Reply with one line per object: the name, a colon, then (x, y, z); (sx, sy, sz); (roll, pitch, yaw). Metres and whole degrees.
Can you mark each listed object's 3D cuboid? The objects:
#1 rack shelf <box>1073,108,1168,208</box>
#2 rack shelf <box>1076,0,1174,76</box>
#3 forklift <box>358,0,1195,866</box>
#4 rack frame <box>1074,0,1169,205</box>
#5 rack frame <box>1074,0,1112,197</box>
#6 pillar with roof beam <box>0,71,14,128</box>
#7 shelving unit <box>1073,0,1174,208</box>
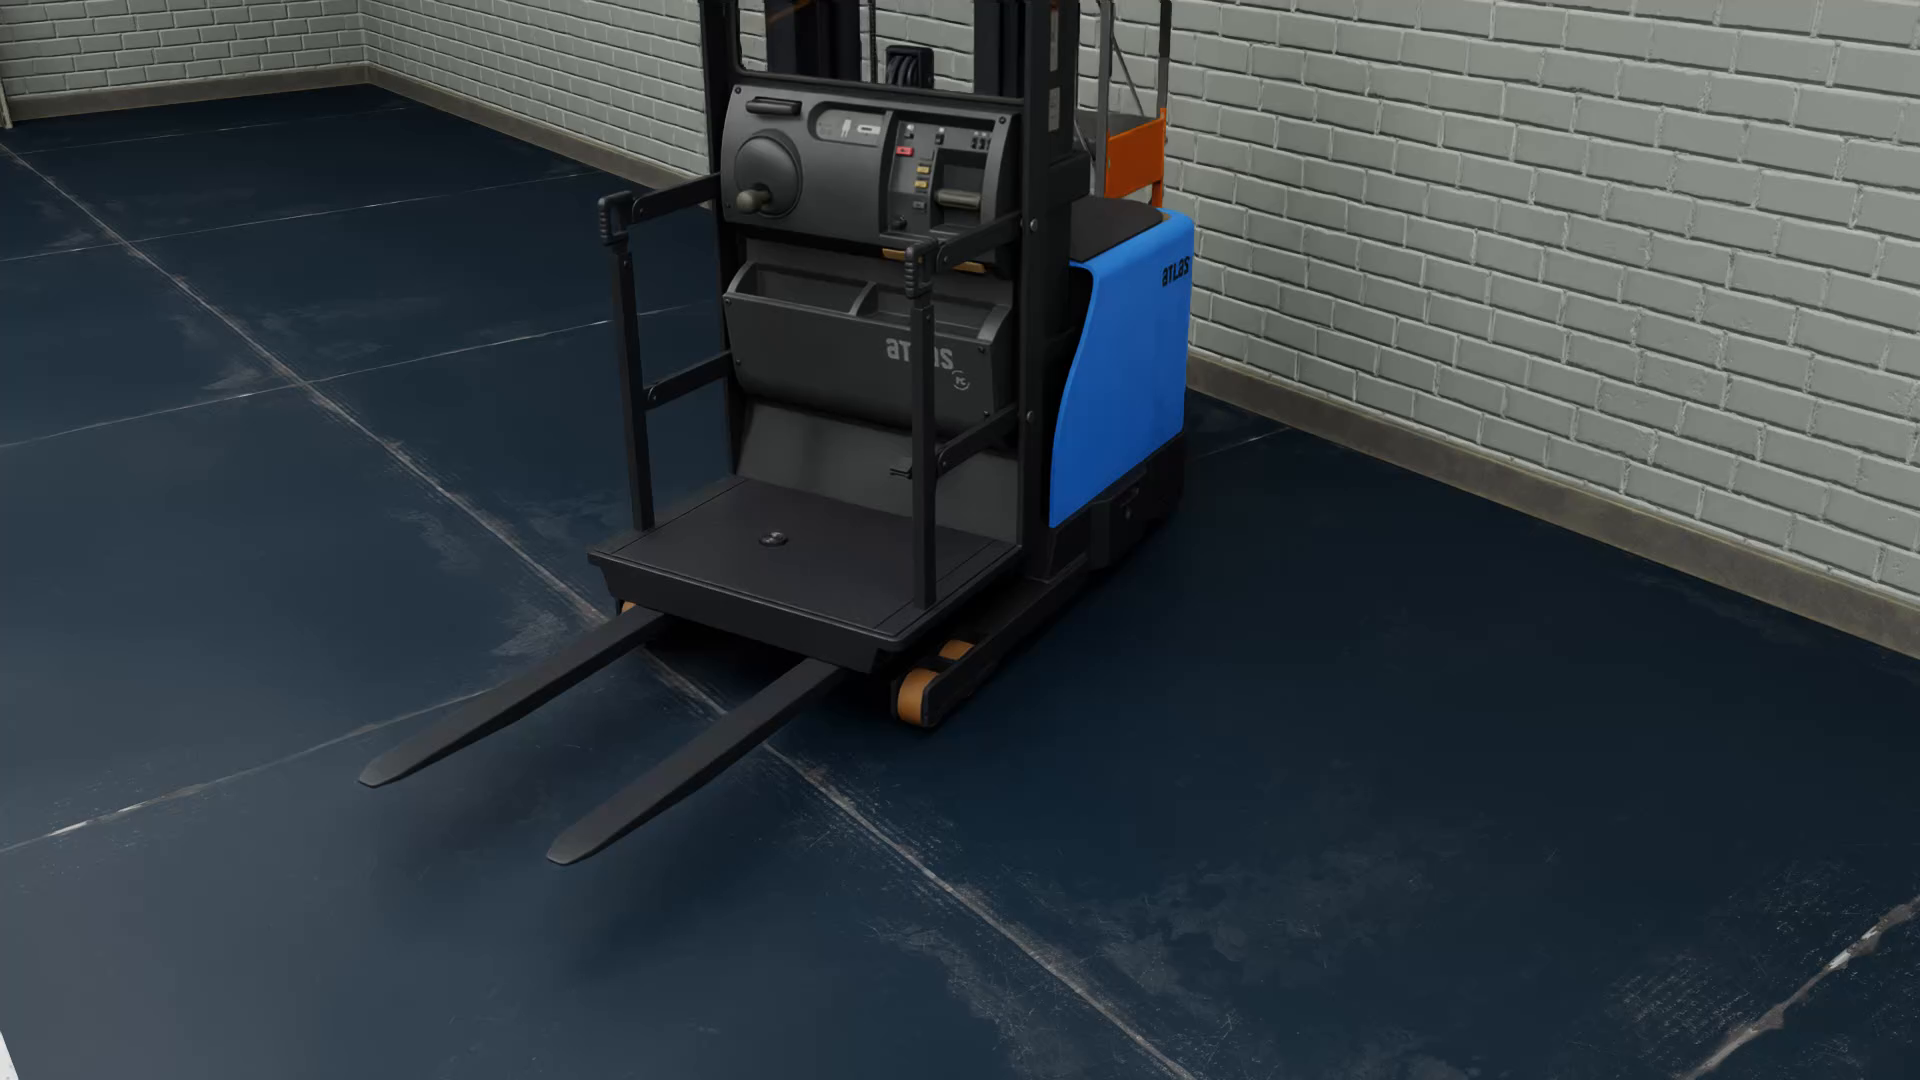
rack shelf: (0.455, -1.297, 6.084); (0.431, 0.518, 0.480); (14, 28, 28)
rack shelf: (0.455, -1.932, 5.789); (0.431, 0.518, 0.480); (14, 28, 28)
forklift: (-0.385, -1.028, 4.484); (1.130, 2.935, 3.031); (14, 28, 28)
rack frame: (0.580, -1.398, 6.268); (0.400, 2.100, 0.015); (14, 28, 28)
rack frame: (0.331, -1.222, 5.888); (0.400, 2.100, 0.015); (14, 28, 28)
pillar with roof beam: (-4.621, -5.717, 7.380); (0.400, 9.000, 9.100); (-18, 31, -34)
shelving unit: (0.455, -1.310, 6.078); (0.431, 2.100, 0.503); (14, 28, 28)
